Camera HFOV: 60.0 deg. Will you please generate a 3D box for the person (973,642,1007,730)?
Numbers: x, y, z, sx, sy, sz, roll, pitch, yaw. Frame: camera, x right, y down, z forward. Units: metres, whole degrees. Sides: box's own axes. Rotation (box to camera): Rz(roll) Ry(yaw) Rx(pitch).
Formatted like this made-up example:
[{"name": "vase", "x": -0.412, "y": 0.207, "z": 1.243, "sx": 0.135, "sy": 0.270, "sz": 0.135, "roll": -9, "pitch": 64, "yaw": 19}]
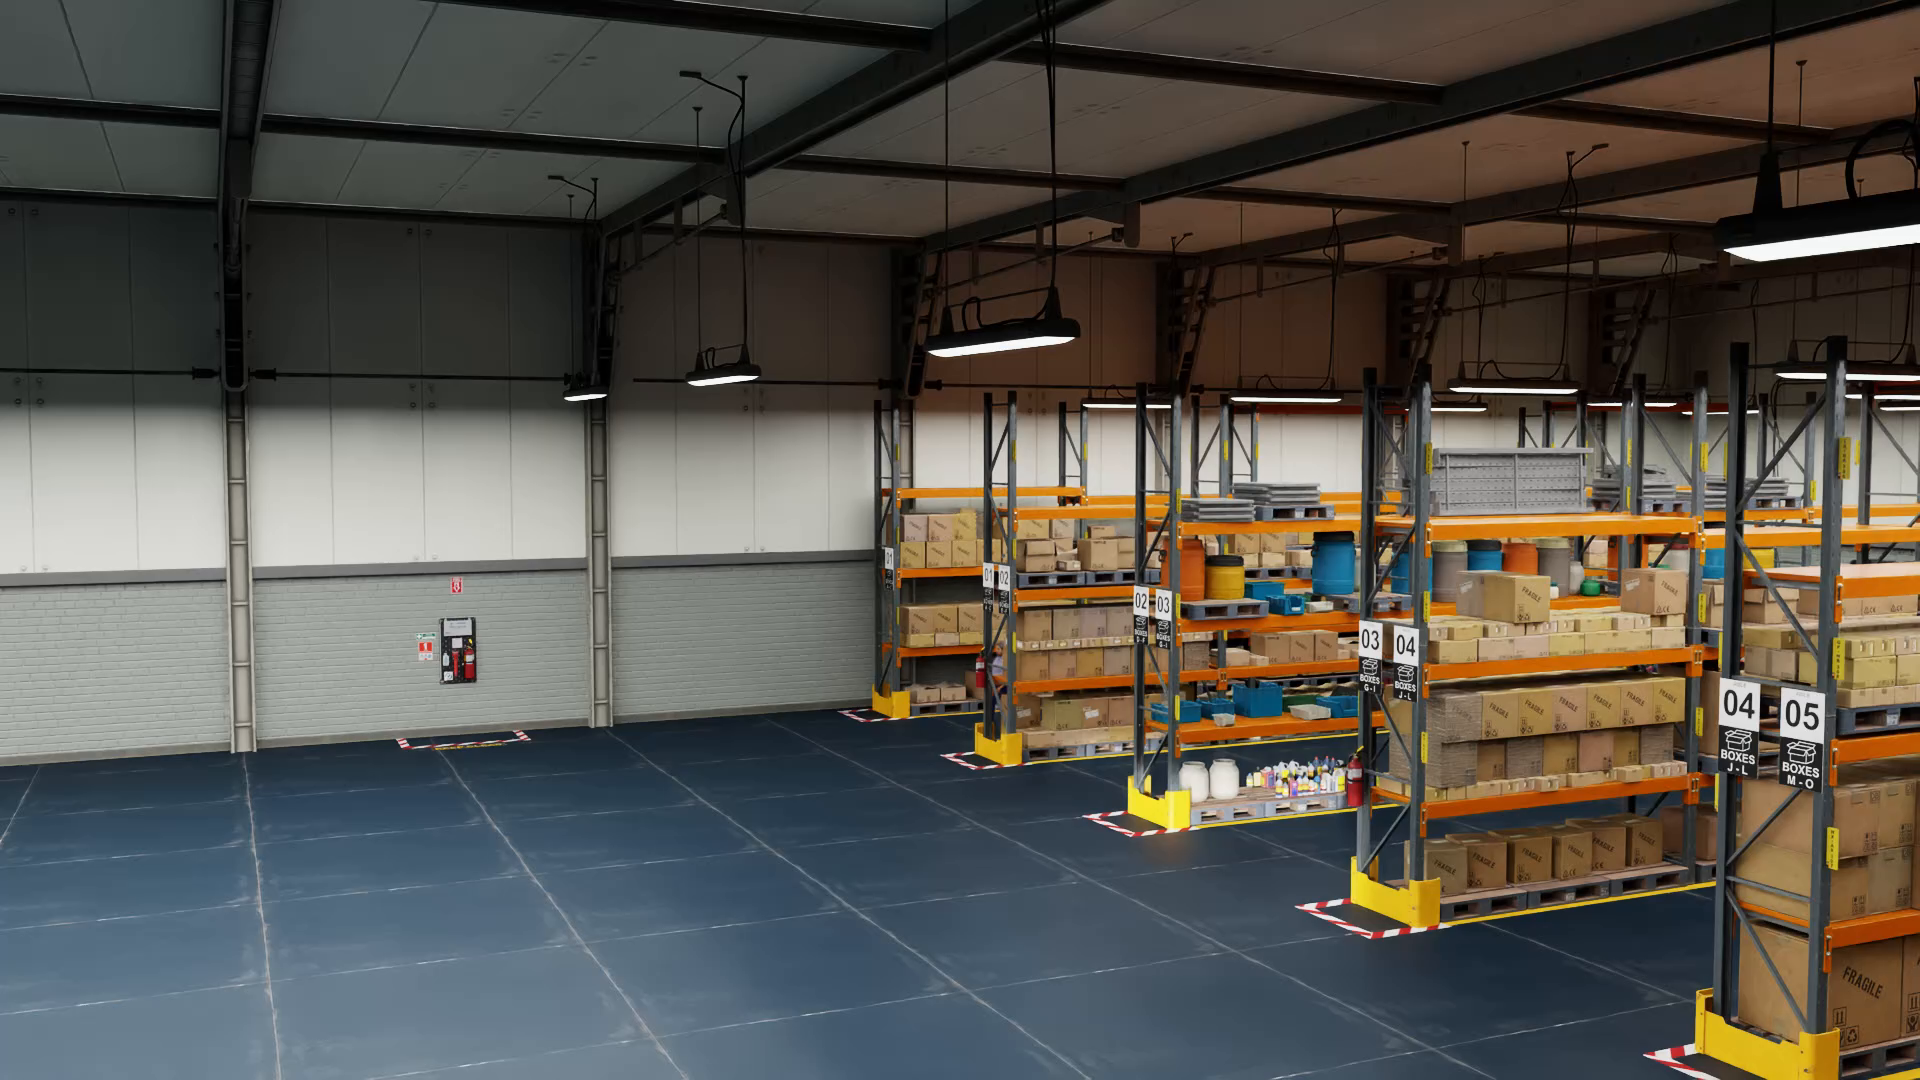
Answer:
[{"name": "person", "x": 0.714, "y": 2.620, "z": 29.654, "sx": 1.004, "sy": 1.592, "sz": 0.498, "roll": -2, "pitch": 4, "yaw": -35}]
